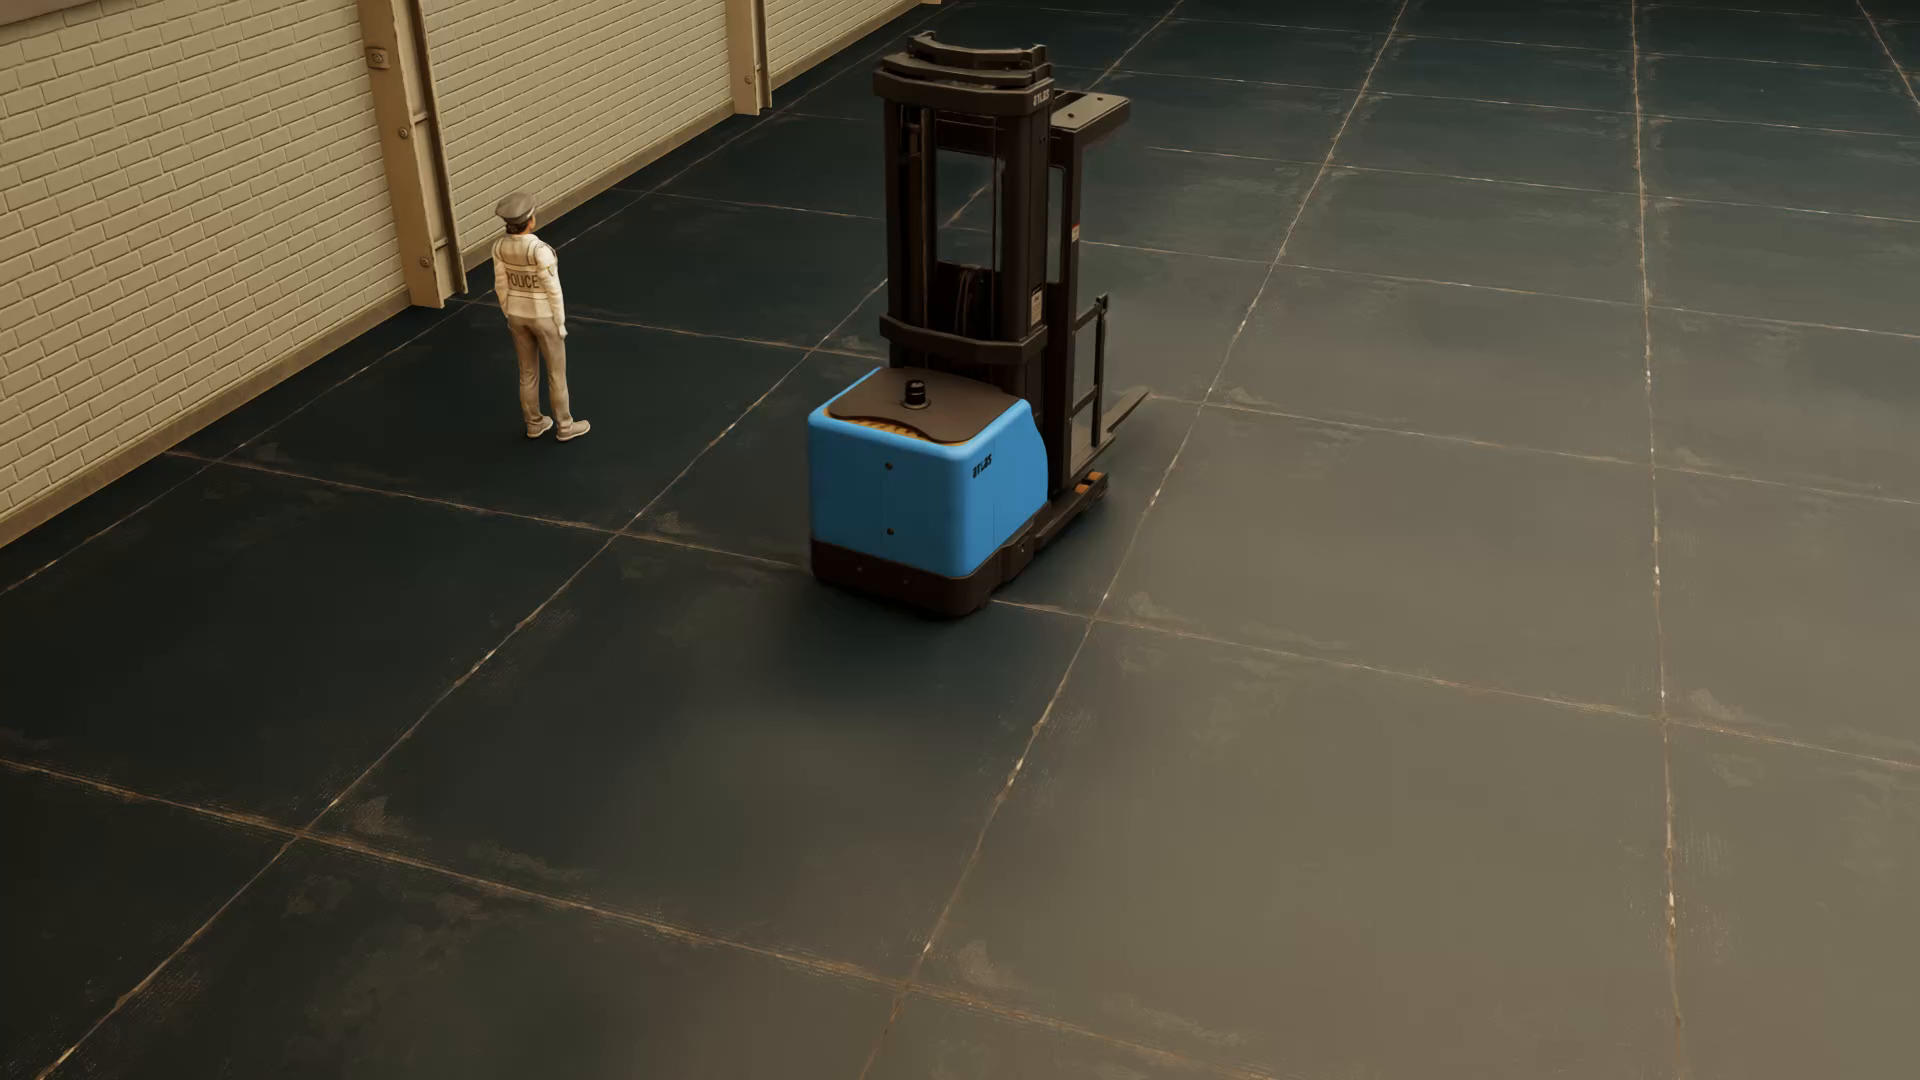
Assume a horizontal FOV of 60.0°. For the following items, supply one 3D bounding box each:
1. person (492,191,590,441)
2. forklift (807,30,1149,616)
[{"bbox_3d":[-2.795,-1.463,10.960,0.463,1.693,0.346,9,31,16],"label":"person"},{"bbox_3d":[0.287,-1.554,9.862,1.130,2.935,3.031,15,33,25],"label":"forklift"}]
